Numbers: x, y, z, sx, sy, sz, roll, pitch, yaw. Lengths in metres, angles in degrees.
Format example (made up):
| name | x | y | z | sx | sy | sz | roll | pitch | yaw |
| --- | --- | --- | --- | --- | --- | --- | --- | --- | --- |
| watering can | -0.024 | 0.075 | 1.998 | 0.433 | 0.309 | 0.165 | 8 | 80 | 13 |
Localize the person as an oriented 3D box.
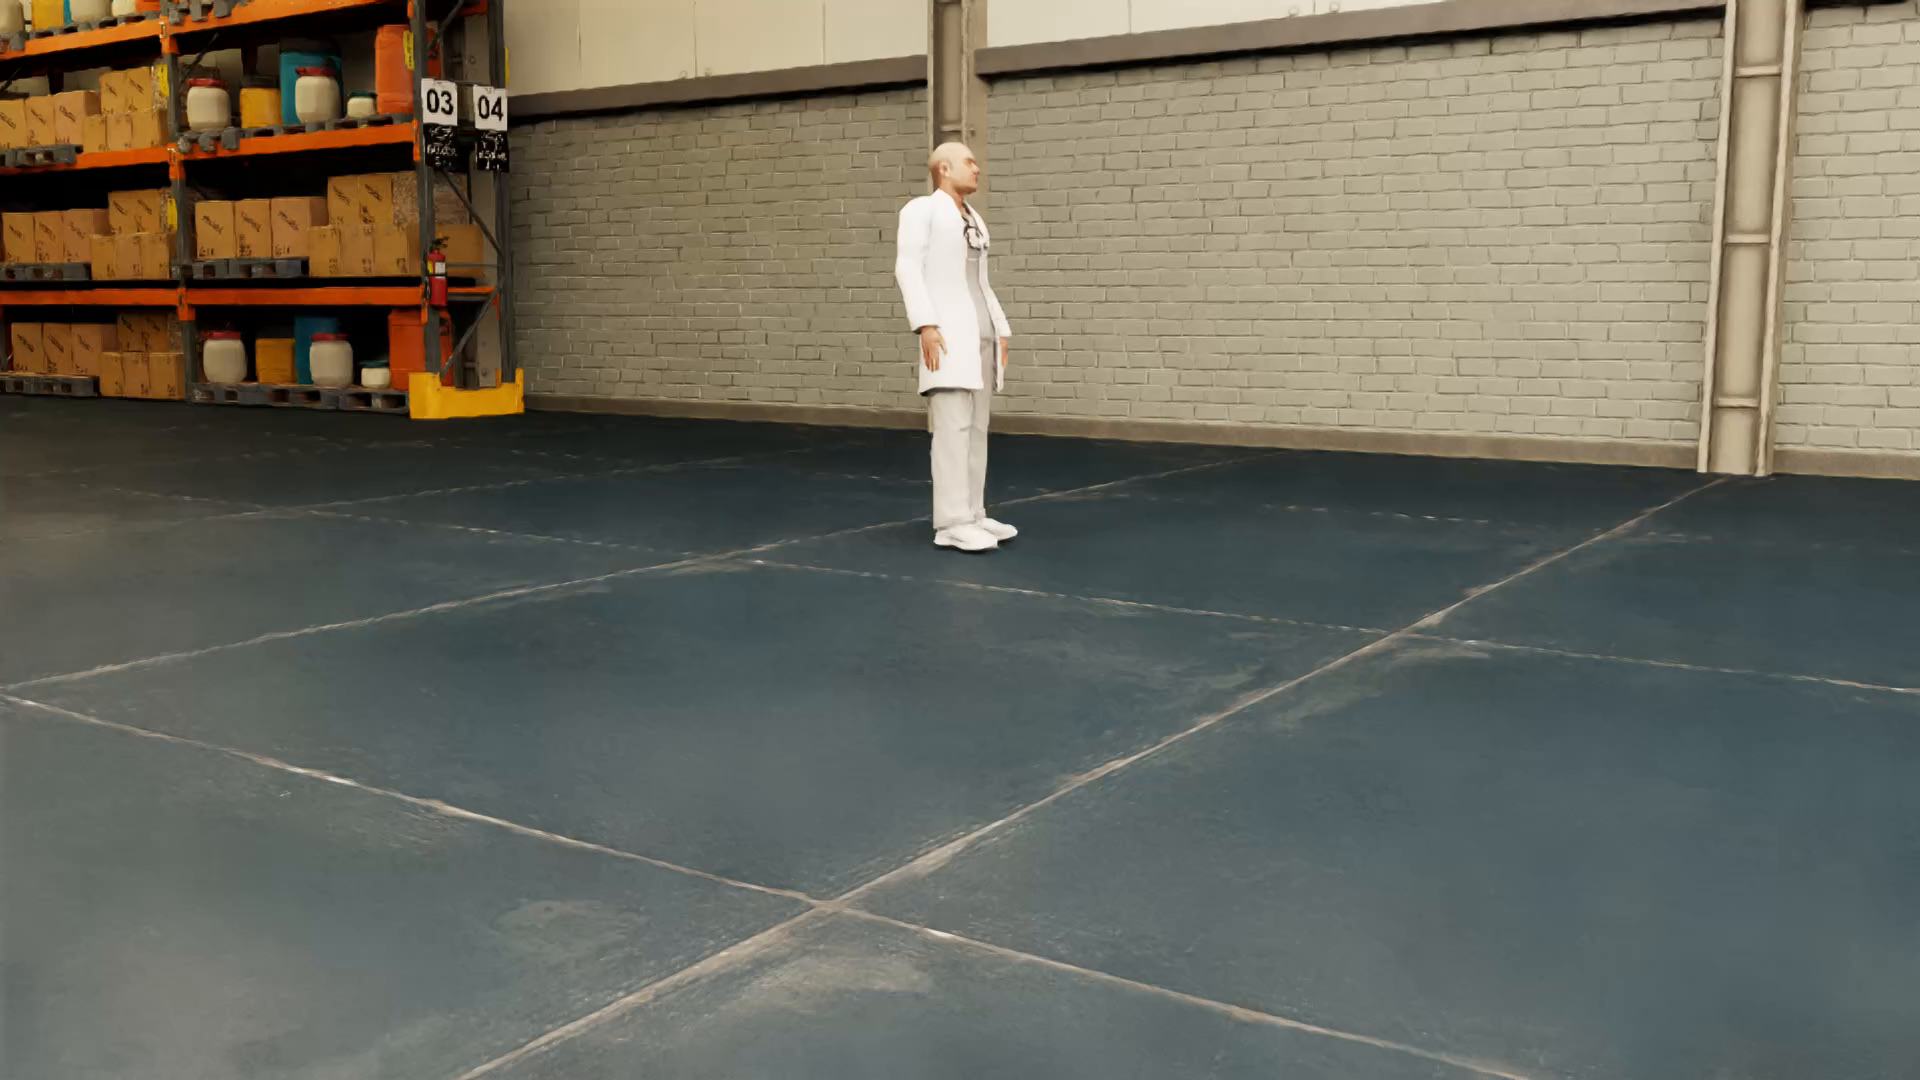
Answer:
| name | x | y | z | sx | sy | sz | roll | pitch | yaw |
| --- | --- | --- | --- | --- | --- | --- | --- | --- | --- |
| person | 0.073 | -0.880 | 7.423 | 0.579 | 1.776 | 0.694 | 5 | 10 | 34 |
